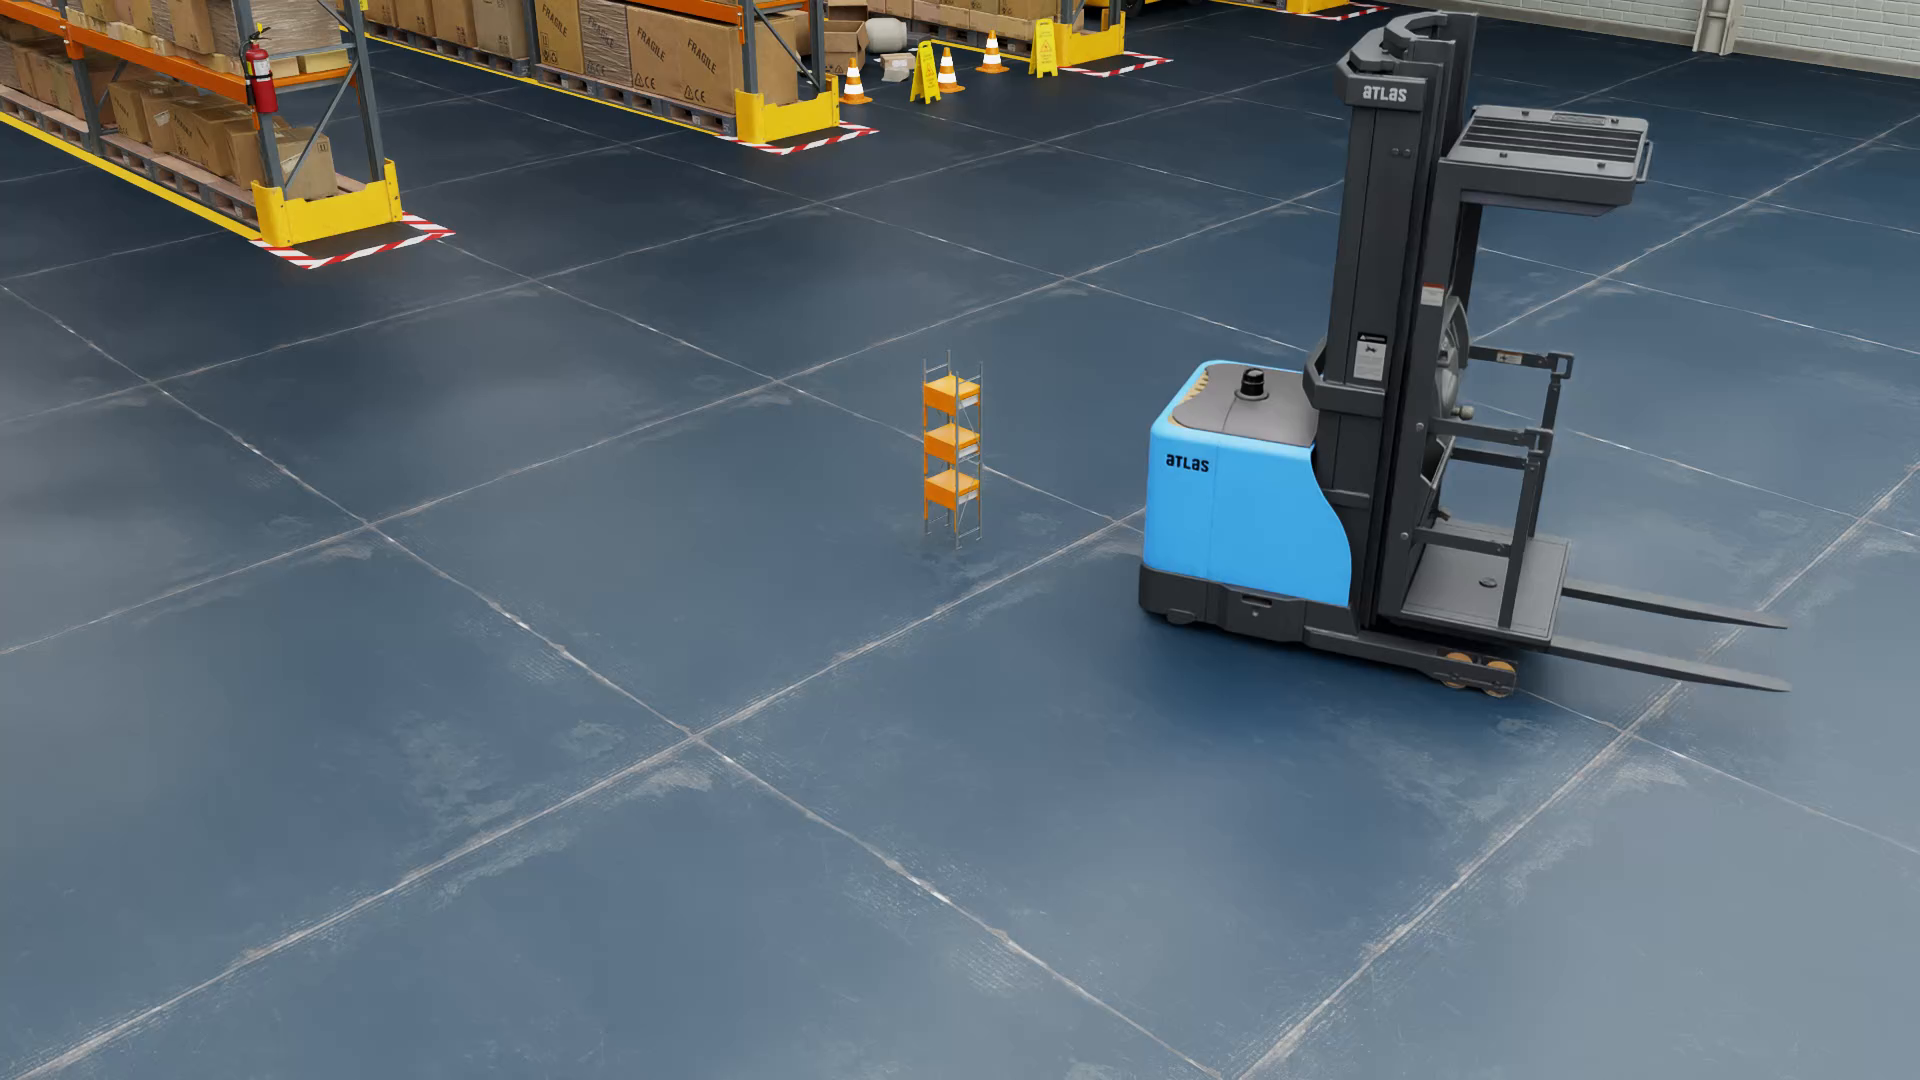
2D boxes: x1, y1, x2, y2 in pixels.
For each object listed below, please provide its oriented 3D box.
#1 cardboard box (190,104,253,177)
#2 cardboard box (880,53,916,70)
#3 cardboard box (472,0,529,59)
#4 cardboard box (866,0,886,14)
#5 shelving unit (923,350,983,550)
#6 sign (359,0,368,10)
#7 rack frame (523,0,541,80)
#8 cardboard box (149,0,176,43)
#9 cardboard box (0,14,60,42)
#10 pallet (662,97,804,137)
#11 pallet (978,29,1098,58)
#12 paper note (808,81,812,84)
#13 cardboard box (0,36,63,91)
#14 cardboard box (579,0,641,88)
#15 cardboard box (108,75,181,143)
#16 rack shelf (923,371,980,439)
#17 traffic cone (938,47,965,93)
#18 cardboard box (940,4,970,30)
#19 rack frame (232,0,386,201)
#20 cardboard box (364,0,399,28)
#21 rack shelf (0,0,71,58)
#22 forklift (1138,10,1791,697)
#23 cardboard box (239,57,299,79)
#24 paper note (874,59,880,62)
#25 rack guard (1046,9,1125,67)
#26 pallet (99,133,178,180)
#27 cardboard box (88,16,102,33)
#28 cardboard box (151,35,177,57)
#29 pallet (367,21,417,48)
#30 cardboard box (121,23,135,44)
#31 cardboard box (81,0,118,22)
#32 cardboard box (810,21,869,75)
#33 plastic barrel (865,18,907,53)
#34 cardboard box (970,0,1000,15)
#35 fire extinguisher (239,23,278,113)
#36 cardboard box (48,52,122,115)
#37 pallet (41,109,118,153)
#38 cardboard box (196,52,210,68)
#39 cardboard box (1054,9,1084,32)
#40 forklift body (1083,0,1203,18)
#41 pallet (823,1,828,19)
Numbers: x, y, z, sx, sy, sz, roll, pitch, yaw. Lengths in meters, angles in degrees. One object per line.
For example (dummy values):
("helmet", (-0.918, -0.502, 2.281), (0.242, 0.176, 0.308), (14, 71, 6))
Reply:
("cardboard box", (-6.664, -3.668, 15.238), (0.500, 0.500, 0.500), (-21, 34, -35))
("cardboard box", (-0.750, -5.769, 20.062), (0.380, 0.149, 0.250), (-7, 29, -14))
("cardboard box", (-5.156, -6.266, 19.910), (0.750, 0.750, 1.050), (24, 36, 38))
("cardboard box", (-1.020, -7.266, 22.349), (0.500, 0.250, 0.500), (23, 35, 36))
("shelving unit", (-0.038, -0.482, 9.039), (0.252, 1.050, 0.215), (25, 36, 38))
("sign", (-4.967, -4.549, 13.747), (0.005, 0.325, 0.100), (25, 36, 38))
("rack frame", (-4.650, -6.904, 19.156), (0.127, 3.000, 1.000), (25, 36, 38))
("cardboard box", (-6.487, -4.651, 14.444), (0.500, 0.500, 0.875), (25, 36, 38))
("cardboard box", (-10.168, -5.638, 18.156), (0.500, 0.250, 0.500), (-21, 34, -34))
("pallet", (-2.423, -4.599, 17.770), (1.213, 0.211, 1.003), (25, 36, 38))
("pallet", (0.992, -6.341, 21.083), (1.213, 0.211, 1.003), (25, 36, 38))
("paper note", (-1.696, -5.345, 19.384), (0.144, 0.017, 0.142), (-13, 30, -22))
("cardboard box", (-10.156, -5.295, 18.311), (0.500, 0.500, 0.700), (21, 34, 34))
("cardboard box", (-3.605, -5.628, 18.561), (0.875, 0.875, 0.875), (25, 37, 39))
("cardboard box", (-7.942, -4.226, 16.299), (0.500, 0.500, 0.500), (23, 36, 37))
("rack shelf", (-0.038, -0.724, 8.912), (0.240, 0.259, 0.215), (25, 36, 38))
("traffic cone", (-0.146, -5.384, 18.992), (0.334, 0.463, 0.336), (25, 36, 38))
("cardboard box", (0.095, -6.758, 21.382), (0.500, 0.250, 0.500), (23, 35, 37))
("rack frame", (-5.347, -3.985, 13.606), (0.127, 3.000, 1.000), (25, 36, 38))
("cardboard box", (-7.131, -7.170, 21.629), (0.750, 0.750, 1.050), (24, 36, 38))
("rack shelf", (-9.626, -5.625, 17.497), (4.000, 0.370, 1.077), (25, 36, 38))
("forklift", (2.475, -0.838, 7.695), (3.031, 2.935, 1.130), (11, 30, 20))
("cardboard box", (-5.695, -3.899, 13.711), (0.250, 0.149, 0.380), (25, 36, 38))
("paper note", (-0.970, -5.930, 20.507), (0.148, 0.019, 0.142), (-13, 30, -22))
("rack guard", (1.546, -6.193, 20.490), (0.348, 0.500, 1.175), (25, 36, 38))
("pallet", (-7.696, -3.849, 16.343), (1.213, 0.211, 1.003), (25, 36, 38))
("cardboard box", (-7.890, -4.851, 15.523), (0.250, 0.149, 0.380), (25, 36, 38))
("cardboard box", (-6.839, -4.353, 14.576), (0.250, 0.149, 0.380), (25, 36, 38))
("pallet", (-6.993, -6.692, 21.750), (1.213, 0.211, 1.003), (25, 36, 38))
("cardboard box", (-7.349, -4.610, 15.063), (0.250, 0.149, 0.380), (25, 36, 38))
("cardboard box", (-7.590, -5.124, 15.345), (0.500, 0.500, 0.875), (25, 36, 38))
("cardboard box", (-1.427, -5.902, 19.934), (0.637, 0.503, 0.797), (2, 28, 4))
("plastic barrel", (-0.934, -6.305, 20.787), (0.512, 0.421, 0.421), (-3, 28, -5))
("cardboard box", (0.472, -6.919, 20.883), (0.500, 0.500, 0.500), (-24, 36, -37))
("fire extinguisher", (-5.589, -3.761, 13.262), (0.183, 0.674, 0.296), (25, 36, 38))
("cardboard box", (-8.949, -4.748, 17.270), (0.500, 0.500, 0.700), (24, 36, 38))
("pallet", (-8.756, -4.310, 17.220), (1.213, 0.211, 1.003), (25, 36, 38))
("cardboard box", (-6.255, -4.132, 14.154), (0.250, 0.149, 0.380), (25, 36, 38))
("cardboard box", (1.219, -6.598, 21.078), (0.500, 0.250, 0.500), (24, 36, 38))
("forklift body", (2.447, -8.560, 23.219), (1.214, 2.155, 2.313), (25, 36, 38))
("pallet", (-1.808, -7.599, 23.474), (1.213, 0.211, 1.003), (25, 36, 38))
